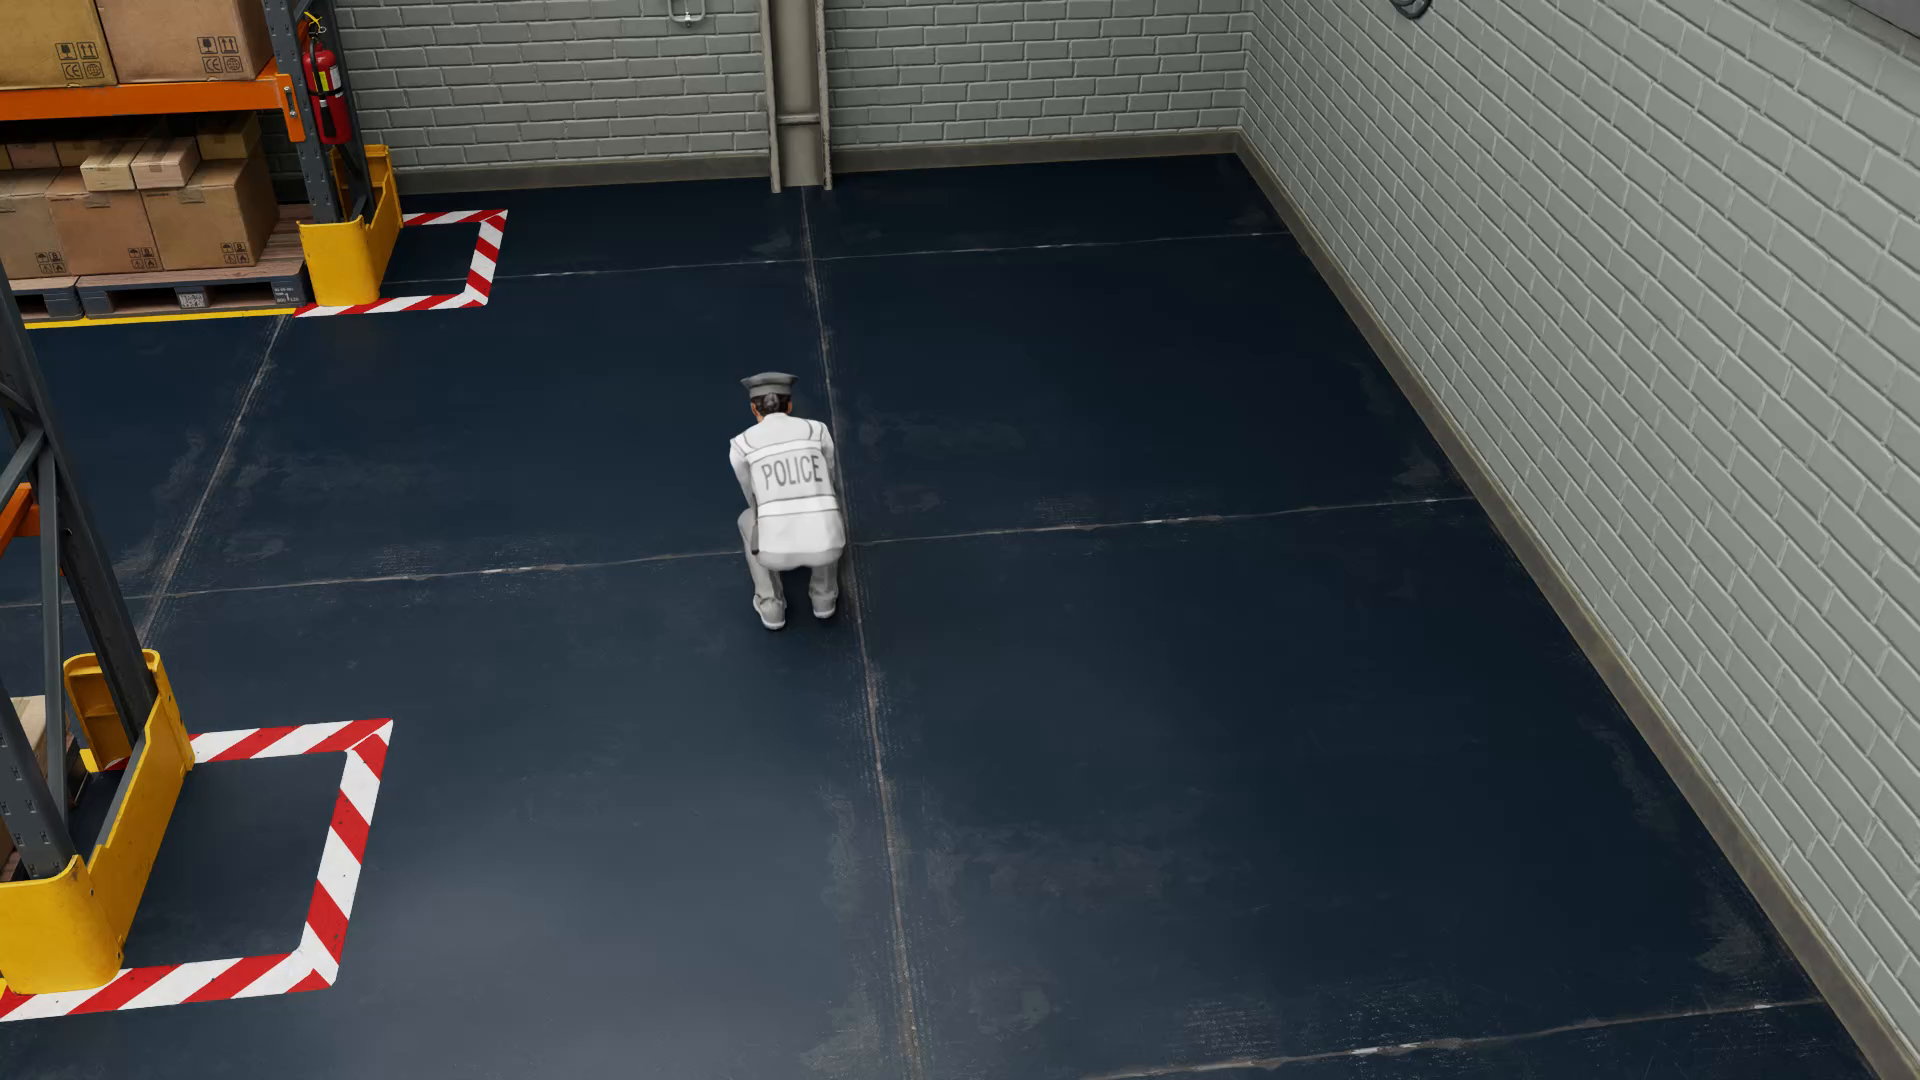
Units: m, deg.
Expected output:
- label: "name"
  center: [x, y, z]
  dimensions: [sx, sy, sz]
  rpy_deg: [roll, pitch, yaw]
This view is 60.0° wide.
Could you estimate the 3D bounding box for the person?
- label: "person"
  center: [-0.720, -0.170, 6.996]
  dimensions: [0.457, 0.981, 0.844]
  rpy_deg: [-5, 35, -7]
